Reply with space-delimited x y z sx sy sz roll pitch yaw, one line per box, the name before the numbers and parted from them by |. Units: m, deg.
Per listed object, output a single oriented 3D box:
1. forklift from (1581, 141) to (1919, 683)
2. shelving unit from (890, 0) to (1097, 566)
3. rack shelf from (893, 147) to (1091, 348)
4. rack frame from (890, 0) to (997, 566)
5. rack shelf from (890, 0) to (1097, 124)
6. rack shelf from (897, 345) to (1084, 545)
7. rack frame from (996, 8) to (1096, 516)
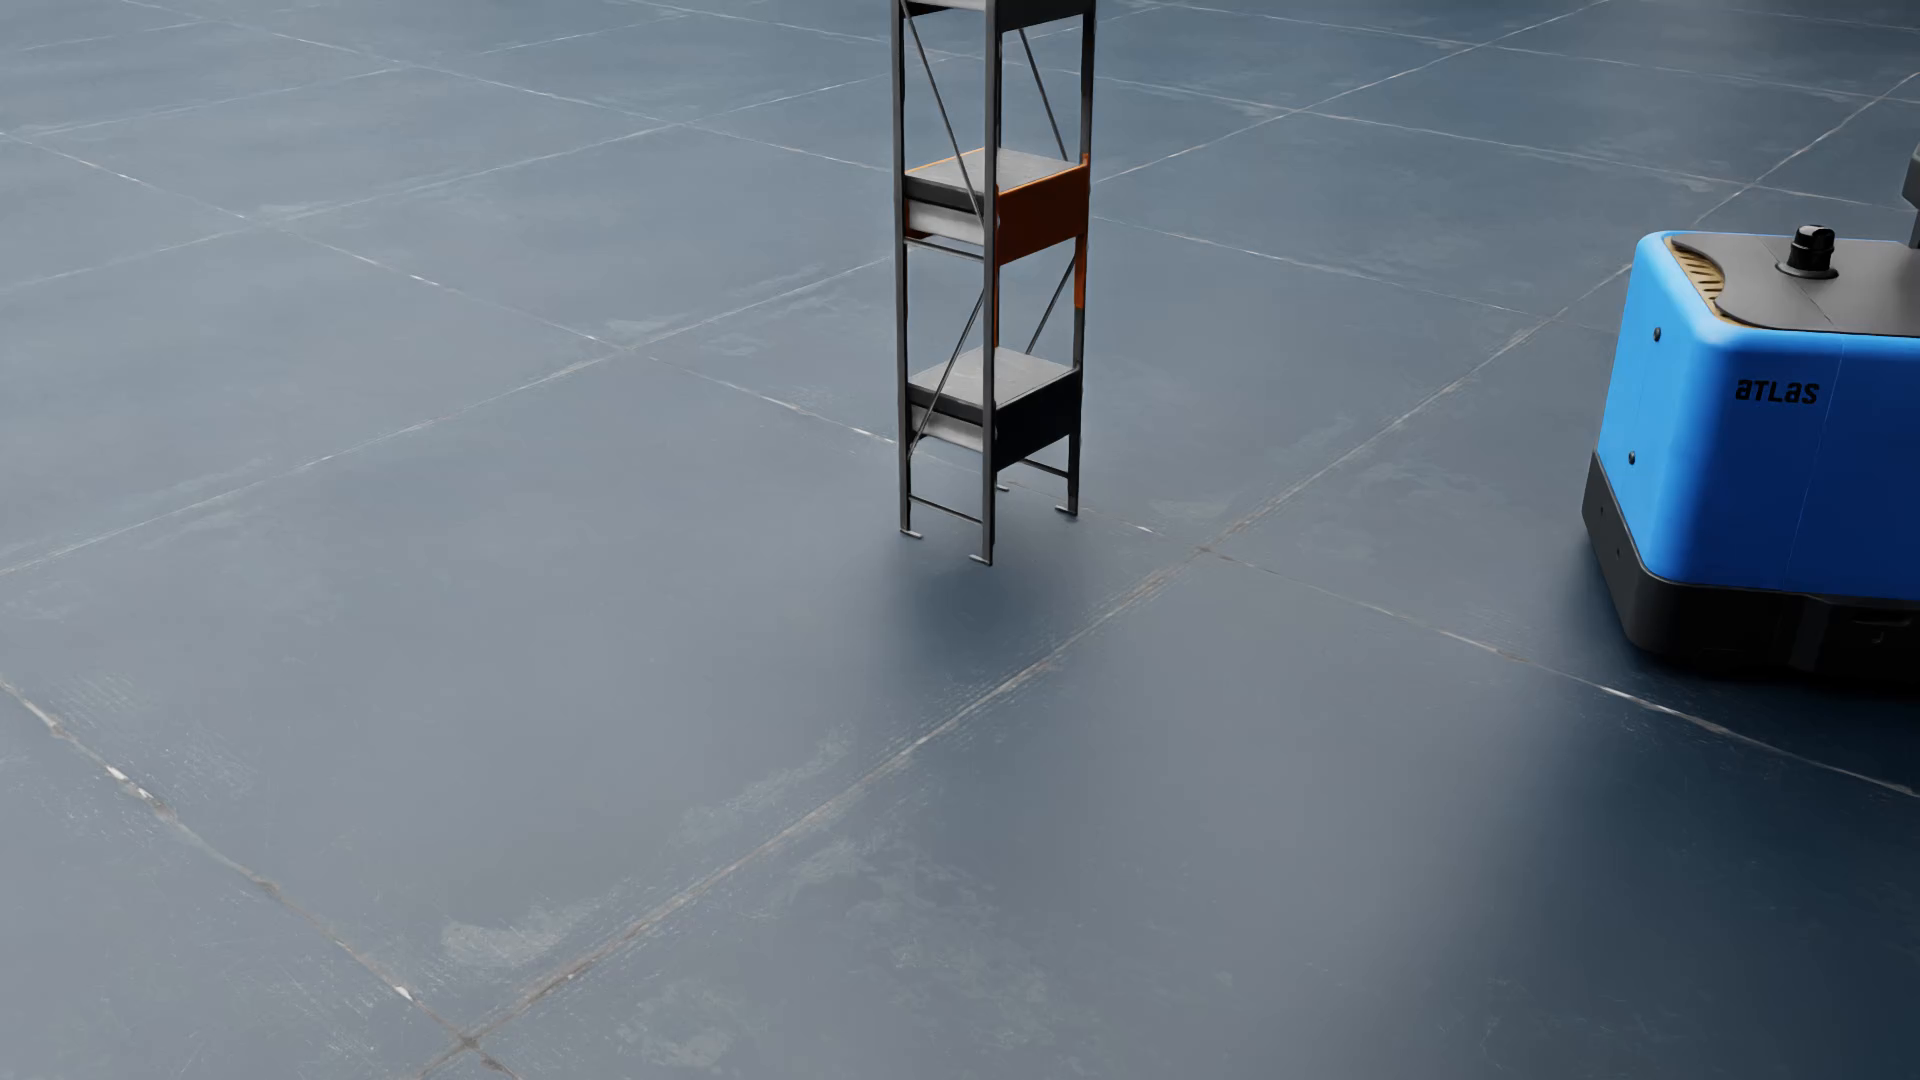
forklift | 3.579 -1.022 4.536 3.031 2.935 1.130 4 28 9
shelving unit | 0.105 -0.991 5.381 0.431 2.100 0.503 21 34 34
rack shelf | 0.105 -0.979 5.387 0.431 0.518 0.480 21 34 34
rack frame | -0.050 -0.905 5.214 0.400 2.100 0.015 21 34 34
rack shelf | 0.105 -1.601 5.066 0.431 0.518 0.480 21 34 34
rack shelf | 0.105 -0.357 5.709 0.431 0.518 0.480 21 34 34
rack frame | 0.261 -1.078 5.548 0.400 2.100 0.015 21 34 34
